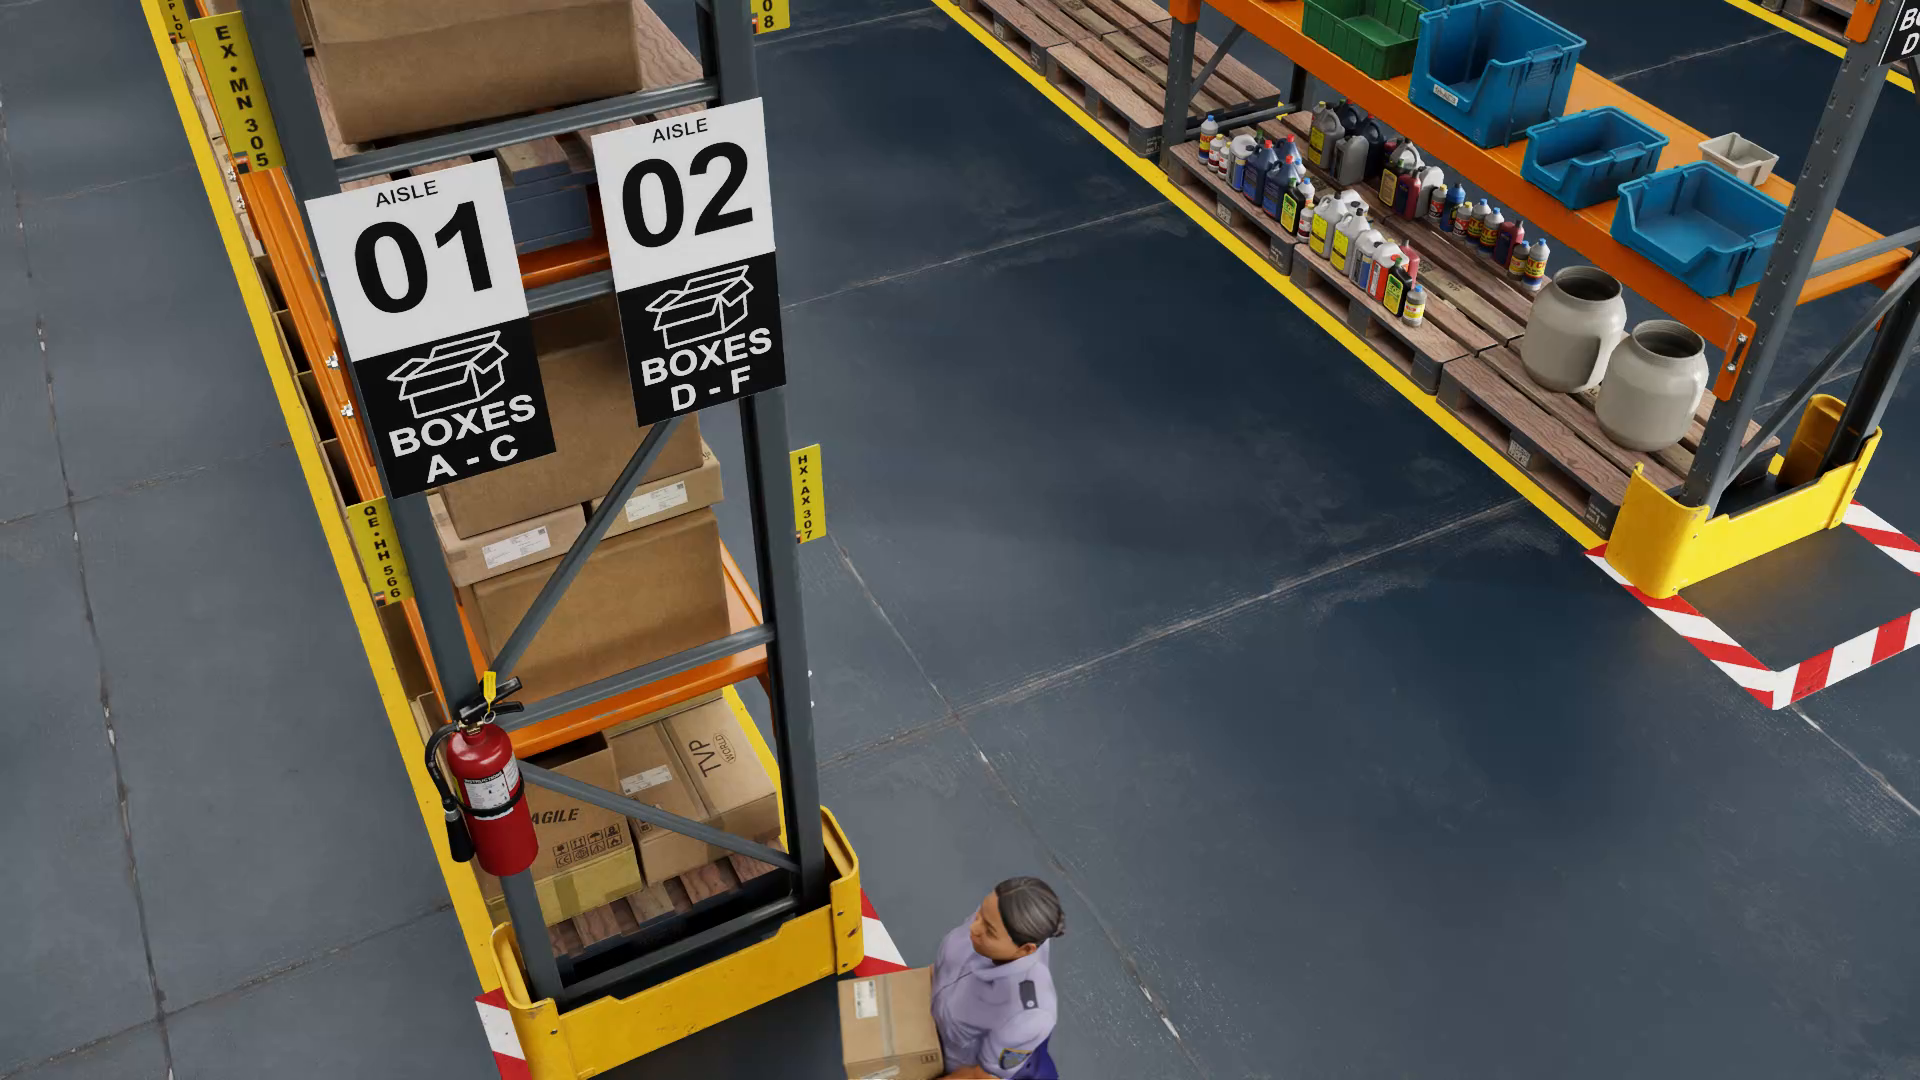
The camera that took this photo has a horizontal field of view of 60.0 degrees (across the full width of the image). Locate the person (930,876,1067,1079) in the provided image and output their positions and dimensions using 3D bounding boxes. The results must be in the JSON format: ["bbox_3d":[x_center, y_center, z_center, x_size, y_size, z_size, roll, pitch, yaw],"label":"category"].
[{"bbox_3d":[0.004,1.451,4.539,0.522,1.634,0.452,-4,42,-5],"label":"person"}]
